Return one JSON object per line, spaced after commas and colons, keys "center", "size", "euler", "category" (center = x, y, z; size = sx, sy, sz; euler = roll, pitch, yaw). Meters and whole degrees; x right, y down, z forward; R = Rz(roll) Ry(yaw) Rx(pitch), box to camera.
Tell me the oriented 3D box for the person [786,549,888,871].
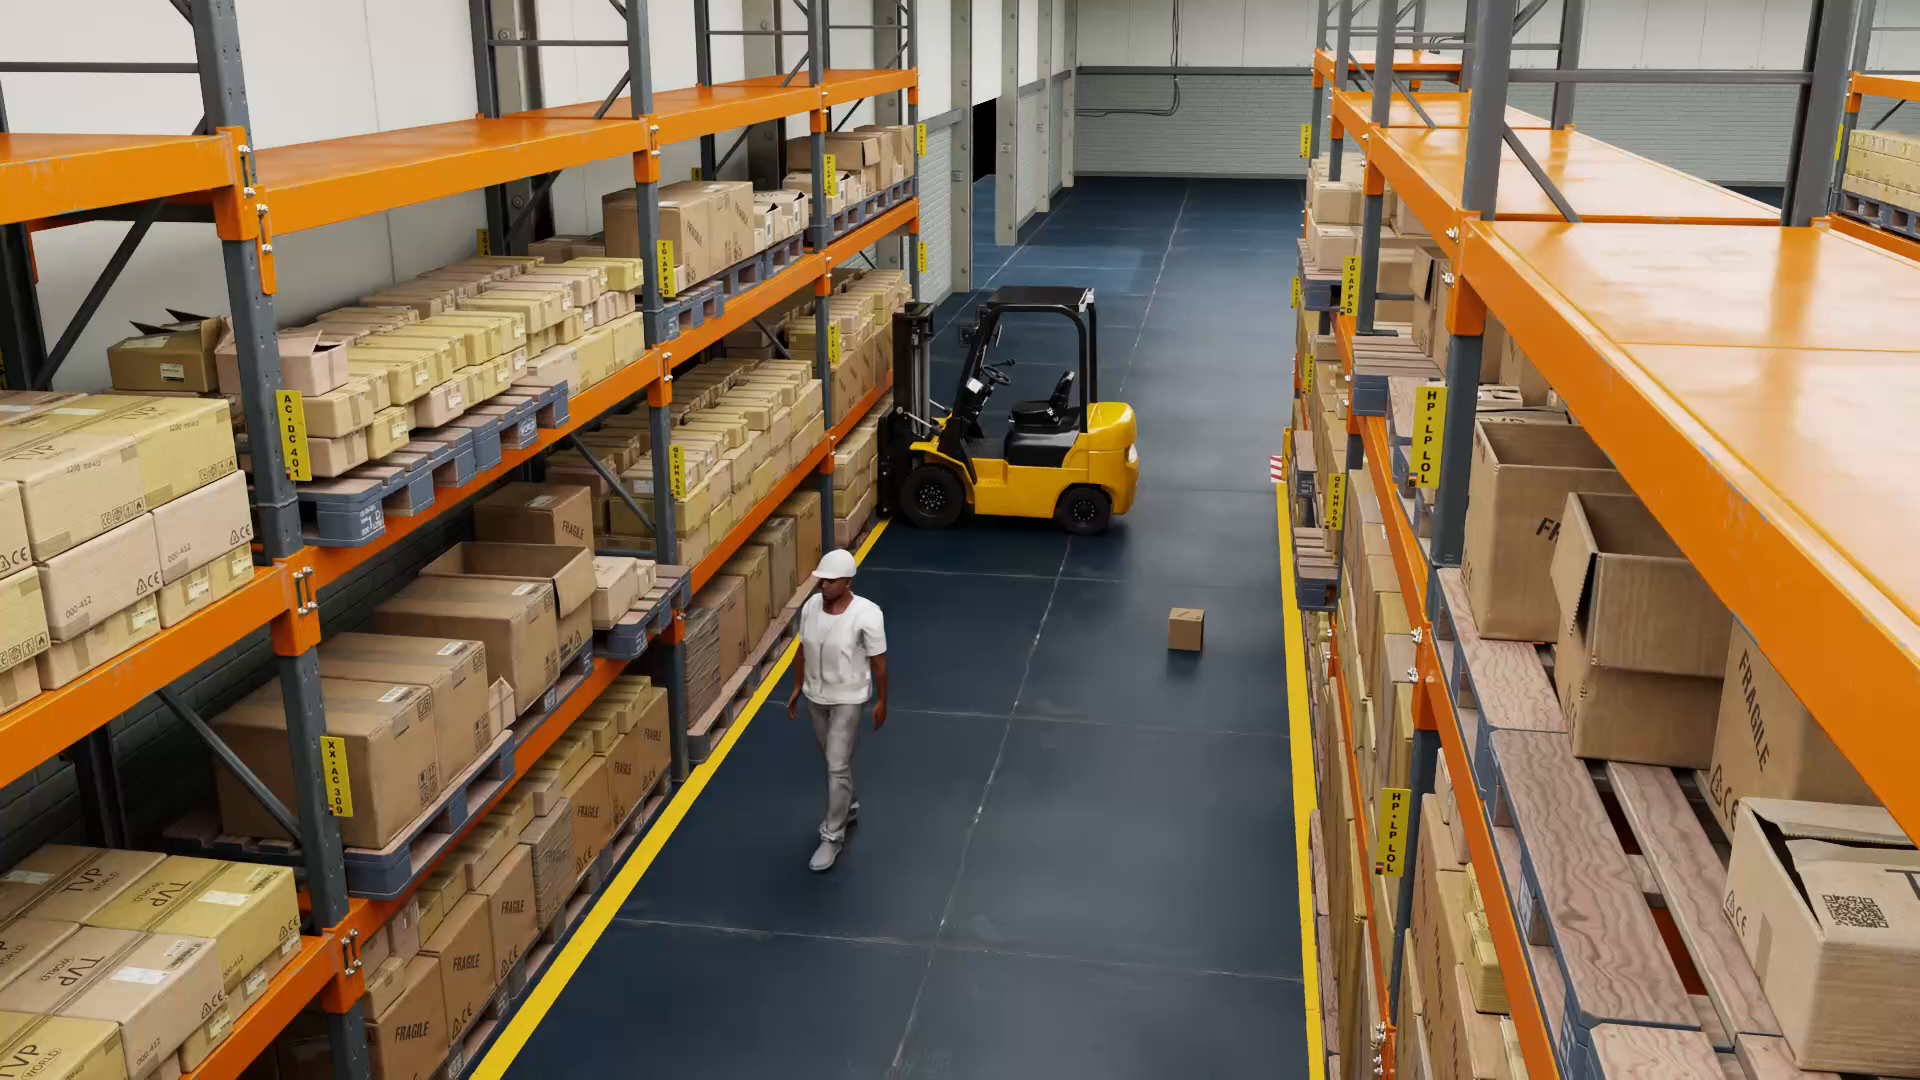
{"center": [-0.790, 0.935, 9.563], "size": [0.581, 1.753, 0.720], "euler": [12, 21, 32], "category": "person"}
